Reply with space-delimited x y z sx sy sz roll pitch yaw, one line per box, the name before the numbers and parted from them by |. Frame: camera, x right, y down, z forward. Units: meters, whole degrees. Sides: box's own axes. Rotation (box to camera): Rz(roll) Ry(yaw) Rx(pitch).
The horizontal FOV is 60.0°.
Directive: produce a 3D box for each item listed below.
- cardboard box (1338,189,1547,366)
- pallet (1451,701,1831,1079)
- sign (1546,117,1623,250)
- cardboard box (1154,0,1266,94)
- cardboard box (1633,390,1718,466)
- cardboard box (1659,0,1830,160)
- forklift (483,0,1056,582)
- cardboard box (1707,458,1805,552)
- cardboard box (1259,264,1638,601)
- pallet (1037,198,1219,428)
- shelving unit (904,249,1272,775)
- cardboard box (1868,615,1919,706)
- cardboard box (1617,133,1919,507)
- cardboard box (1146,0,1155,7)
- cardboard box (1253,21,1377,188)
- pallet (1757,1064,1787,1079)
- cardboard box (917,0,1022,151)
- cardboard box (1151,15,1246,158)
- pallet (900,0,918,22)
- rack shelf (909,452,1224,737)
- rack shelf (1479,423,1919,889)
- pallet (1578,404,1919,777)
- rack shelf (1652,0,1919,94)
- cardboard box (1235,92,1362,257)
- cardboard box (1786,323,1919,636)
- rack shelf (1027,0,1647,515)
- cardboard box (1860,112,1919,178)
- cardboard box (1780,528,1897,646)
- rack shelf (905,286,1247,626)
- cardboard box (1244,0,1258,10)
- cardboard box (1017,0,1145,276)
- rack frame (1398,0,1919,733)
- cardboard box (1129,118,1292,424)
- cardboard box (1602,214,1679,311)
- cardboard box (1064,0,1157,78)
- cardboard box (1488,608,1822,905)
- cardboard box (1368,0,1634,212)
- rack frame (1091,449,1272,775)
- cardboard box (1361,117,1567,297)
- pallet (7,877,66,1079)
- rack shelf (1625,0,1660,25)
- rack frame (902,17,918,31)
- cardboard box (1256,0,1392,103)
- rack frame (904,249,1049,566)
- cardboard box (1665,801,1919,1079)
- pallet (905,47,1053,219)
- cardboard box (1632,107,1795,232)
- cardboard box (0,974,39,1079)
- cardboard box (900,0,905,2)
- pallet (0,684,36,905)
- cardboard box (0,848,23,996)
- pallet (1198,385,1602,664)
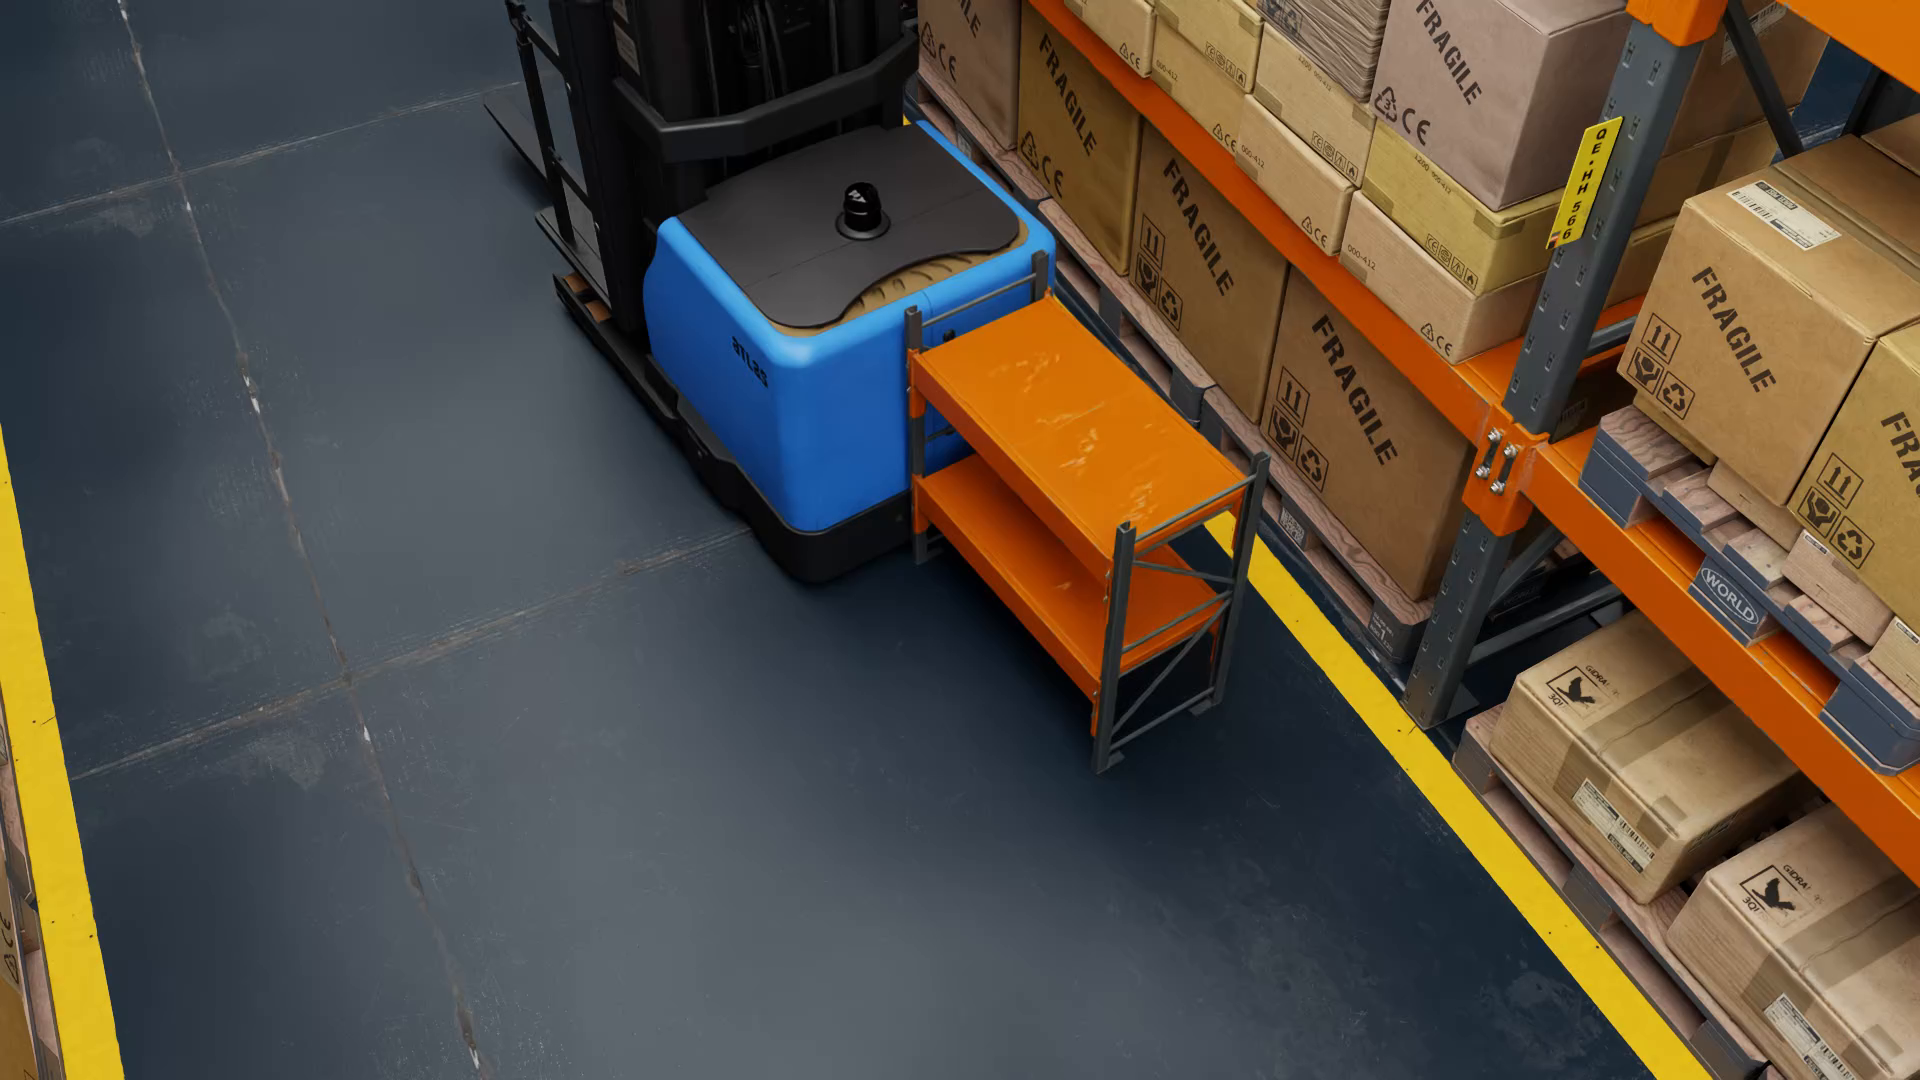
cardboard box | 1.406 -0.795 4.552 0.500 0.250 0.500 -23 53 -19
pallet | 2.225 0.846 4.870 1.003 0.211 1.213 -21 52 -18
sign | 1.377 -0.783 3.673 0.100 0.325 0.005 -21 52 -18
cardboard box | 0.931 -1.625 4.946 0.500 0.250 0.500 -22 53 -18
cardboard box | 1.852 -0.370 3.968 0.380 0.149 0.250 -24 53 -20
cardboard box | 1.860 -1.372 4.227 0.500 0.500 0.500 -23 53 -19
forklift | -0.921 -1.911 5.474 1.130 2.935 3.031 -27 54 -22
cardboard box | 1.951 -0.169 3.793 0.380 0.149 0.250 -24 53 -20
cardboard box | 1.626 -0.525 5.349 0.875 0.875 0.875 -22 52 -18
pallet | 1.021 -1.047 6.525 1.003 0.211 1.213 -21 52 -18
shelving unit | 0.336 -0.079 5.071 0.538 1.125 1.048 -27 54 -22
cardboard box | 2.143 0.221 3.451 0.380 0.149 0.250 -21 52 -17
cardboard box | 1.869 -0.484 3.637 0.500 0.500 0.500 -23 53 -19
cardboard box | 0.693 -1.972 5.250 0.500 0.250 0.500 -23 53 -19
cardboard box | 1.183 -1.289 4.652 0.500 0.250 0.500 -22 53 -18
pallet | 2.779 1.661 4.157 1.003 0.211 1.213 -21 52 -18
cardboard box | 0.393 -2.324 6.922 0.875 0.875 0.875 -20 52 -16
cardboard box | 0.942 -1.474 5.146 0.500 0.250 0.500 -22 52 -18
pallet | -0.240 -2.891 8.138 1.003 0.211 1.213 -21 52 -18
rack shelf | 0.336 0.082 5.256 0.538 0.278 1.000 -27 54 -22
rack shelf | 2.784 0.980 3.378 1.077 0.370 4.000 -21 52 -18
pallet | 2.289 -0.092 3.965 1.213 0.211 1.003 -21 52 -18
rack shelf | 2.784 -0.008 2.249 1.077 0.370 4.000 -21 52 -18
cardboard box | 1.159 -1.132 4.847 0.500 0.250 0.500 -20 52 -17
cardboard box | 2.113 -0.137 3.334 0.500 0.500 0.500 -19 51 -16
rack shelf | 0.953 -1.697 5.720 1.077 0.370 4.000 -21 52 -18
cardboard box | 2.324 -0.656 3.788 0.500 0.500 0.500 -23 53 -19
cardboard box | 2.036 0.030 3.619 0.380 0.149 0.250 -24 53 -20
rack shelf | 0.336 -0.271 4.851 0.538 0.278 1.000 -27 54 -22
cardboard box | 0.936 -1.889 4.679 0.500 0.500 0.500 -21 52 -17
cardboard box | 0.813 -1.722 6.396 0.875 0.875 0.875 -20 52 -16
rack frame | 1.869 -0.596 4.278 1.000 3.000 0.127 -21 52 -18
cardboard box | 1.222 -1.124 5.873 0.875 0.875 0.875 -21 52 -17
cardboard box | 1.868 -0.960 4.697 0.500 0.250 0.500 -22 52 -18
cardboard box | 0.684 -1.806 5.436 0.500 0.250 0.500 -22 52 -18
cardboard box | 2.118 0.513 4.775 0.950 0.372 0.625 -24 53 -20
cardboard box | 1.399 -1.214 4.088 0.500 0.500 0.500 -22 53 -18
rack frame | 0.619 0.239 4.794 0.500 1.125 0.032 -27 54 -22
cardboard box | 1.421 -0.947 4.353 0.500 0.250 0.500 -21 52 -18
pallet | -2.843 1.572 4.235 1.003 0.211 1.213 -21 52 -18
rack shelf | 0.953 -2.685 4.591 1.077 0.370 4.000 -21 52 -18
rack frame | 0.038 -3.273 6.620 1.000 3.000 0.127 -21 52 -18
cardboard box | 1.157 -1.554 4.386 0.500 0.500 0.500 -20 52 -17
rack frame | 0.053 -0.396 5.349 0.500 1.125 0.032 -27 54 -22
cardboard box | 2.463 1.004 4.346 0.950 0.372 0.625 -22 52 -18
pallet | 0.458 -1.864 7.240 1.003 0.211 1.213 -21 52 -18
cardboard box | 1.856 -1.135 4.517 0.500 0.250 0.500 -22 52 -18
cardboard box | -2.583 1.300 4.001 0.500 0.500 0.500 -23 53 -19
cardboard box | -0.154 -3.025 7.826 0.875 0.438 0.875 -22 52 -18
pallet | -3.397 0.756 4.948 1.003 0.211 1.213 -21 52 -18
cardboard box | -2.817 0.965 4.295 0.500 0.500 0.500 -21 52 -17
pallet | 1.575 -0.231 5.812 1.003 0.211 1.213 -21 52 -18
